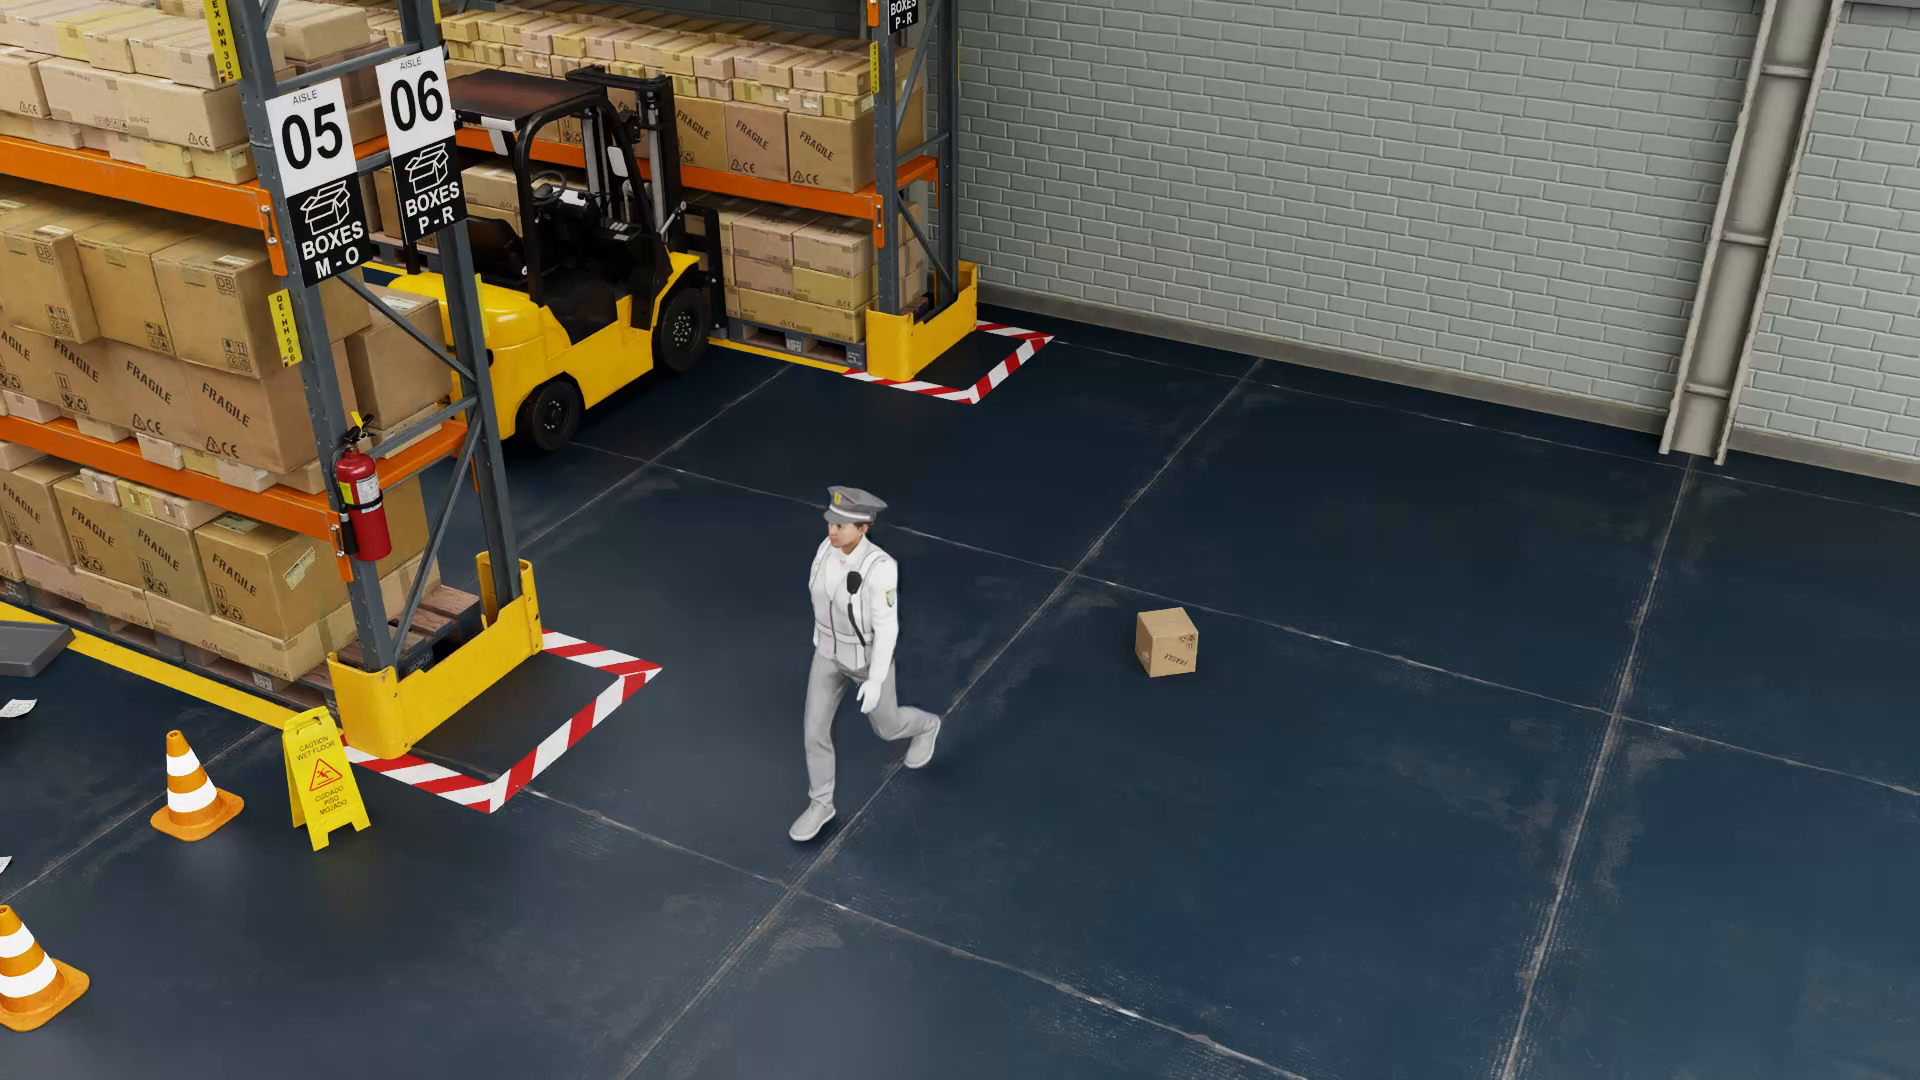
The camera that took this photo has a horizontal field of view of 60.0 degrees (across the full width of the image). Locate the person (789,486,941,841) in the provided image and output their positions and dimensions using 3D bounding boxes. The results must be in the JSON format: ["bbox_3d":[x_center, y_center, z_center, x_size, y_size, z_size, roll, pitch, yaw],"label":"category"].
[{"bbox_3d":[-0.449,0.488,7.396,0.478,1.644,0.910,19,35,29],"label":"person"}]
